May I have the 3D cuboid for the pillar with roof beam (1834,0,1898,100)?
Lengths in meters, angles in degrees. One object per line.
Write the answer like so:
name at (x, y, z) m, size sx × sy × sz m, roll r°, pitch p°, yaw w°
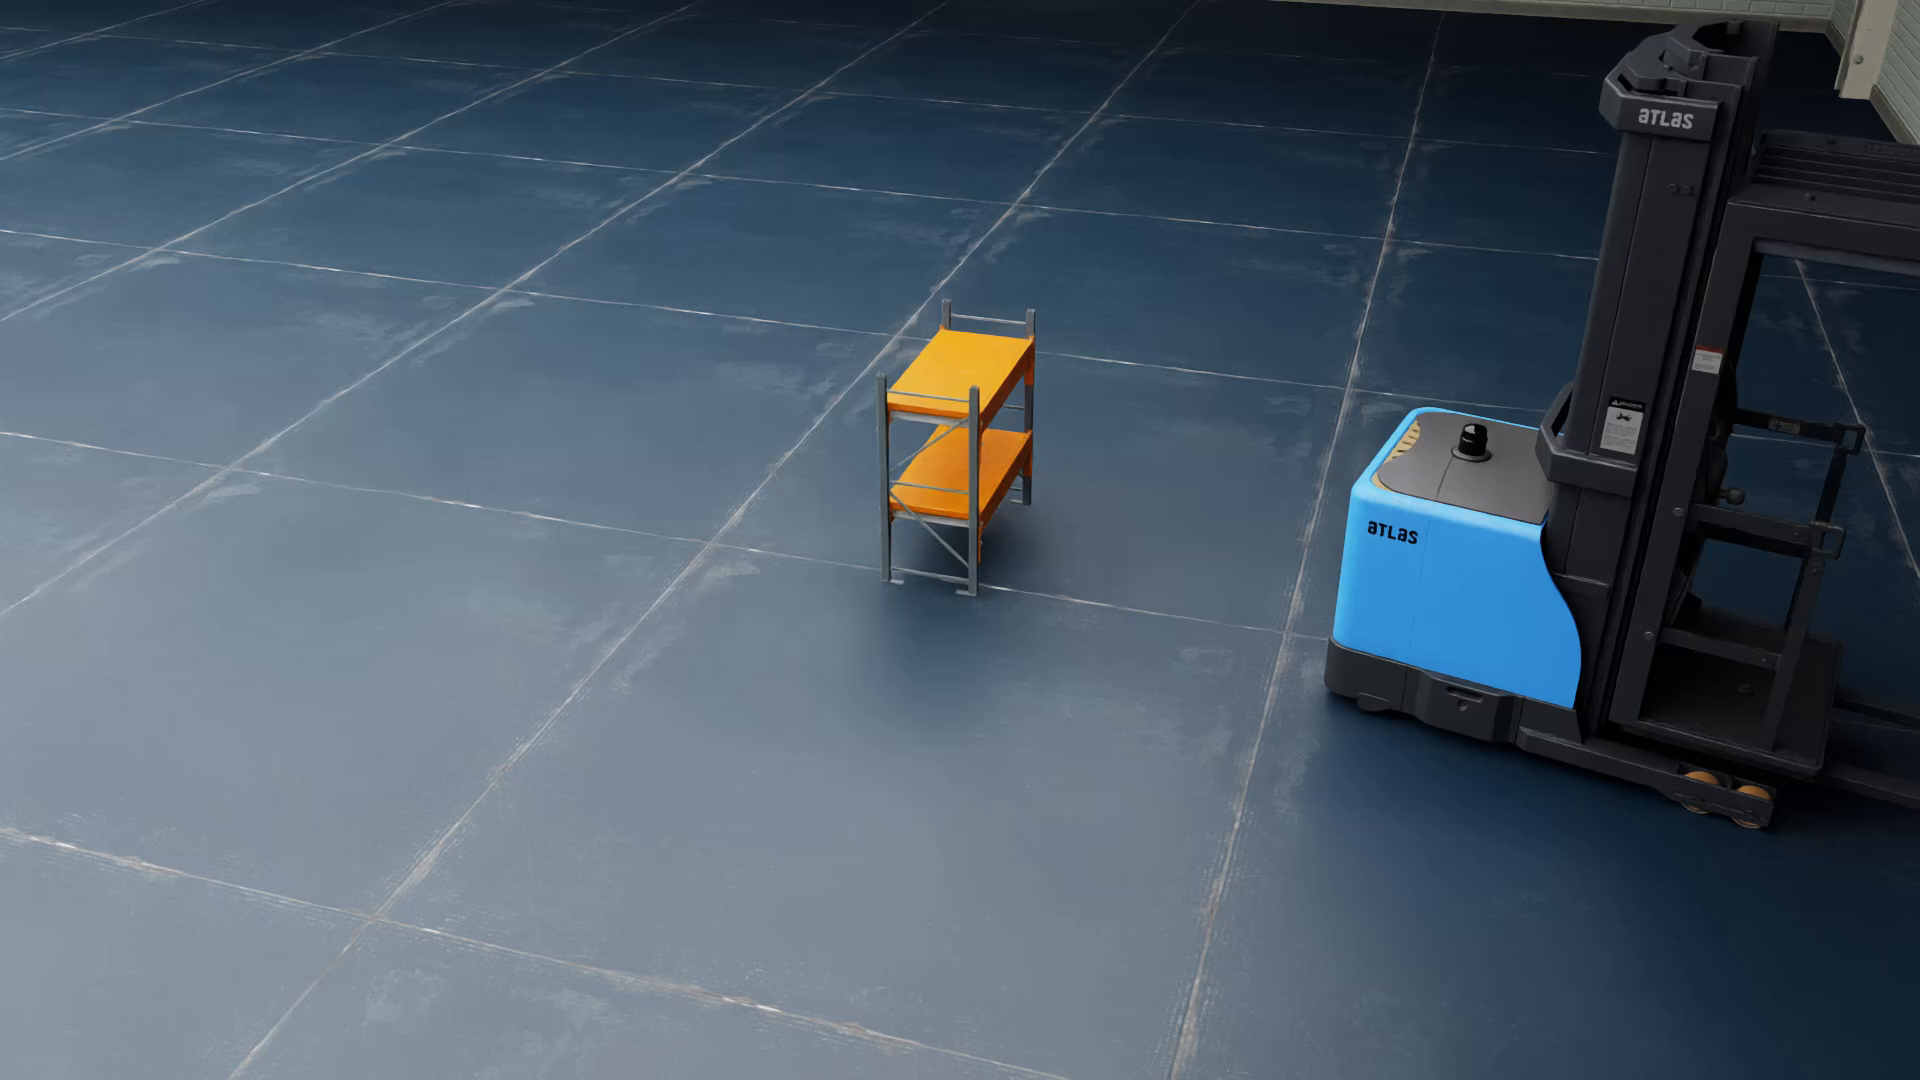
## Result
pillar with roof beam at (4.963, -9.081, 15.818) m, size 9.100 × 9.000 × 0.400 m, roll 8°, pitch 30°, yaw 15°

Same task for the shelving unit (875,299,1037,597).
shelving unit at (-0.002, -0.488, 8.471) m, size 0.538 × 1.125 × 1.048 m, roll 8°, pitch 30°, yaw 15°

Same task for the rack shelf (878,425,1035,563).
rack shelf at (-0.002, -0.275, 8.590) m, size 0.538 × 0.278 × 1.000 m, roll 8°, pitch 30°, yaw 15°

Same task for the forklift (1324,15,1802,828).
forklift at (3.171, -0.421, 6.493) m, size 3.031 × 2.935 × 1.130 m, roll 15°, pitch 32°, yaw 25°

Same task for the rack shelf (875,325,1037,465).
rack shelf at (-0.002, -0.744, 8.329) m, size 0.538 × 0.278 × 1.000 m, roll 8°, pitch 30°, yaw 15°

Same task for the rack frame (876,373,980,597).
rack frame at (-0.151, -0.252, 8.046) m, size 0.500 × 1.125 × 0.032 m, roll 8°, pitch 30°, yaw 15°

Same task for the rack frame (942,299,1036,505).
rack frame at (0.147, -0.725, 8.896) m, size 0.500 × 1.125 × 0.032 m, roll 8°, pitch 30°, yaw 15°
